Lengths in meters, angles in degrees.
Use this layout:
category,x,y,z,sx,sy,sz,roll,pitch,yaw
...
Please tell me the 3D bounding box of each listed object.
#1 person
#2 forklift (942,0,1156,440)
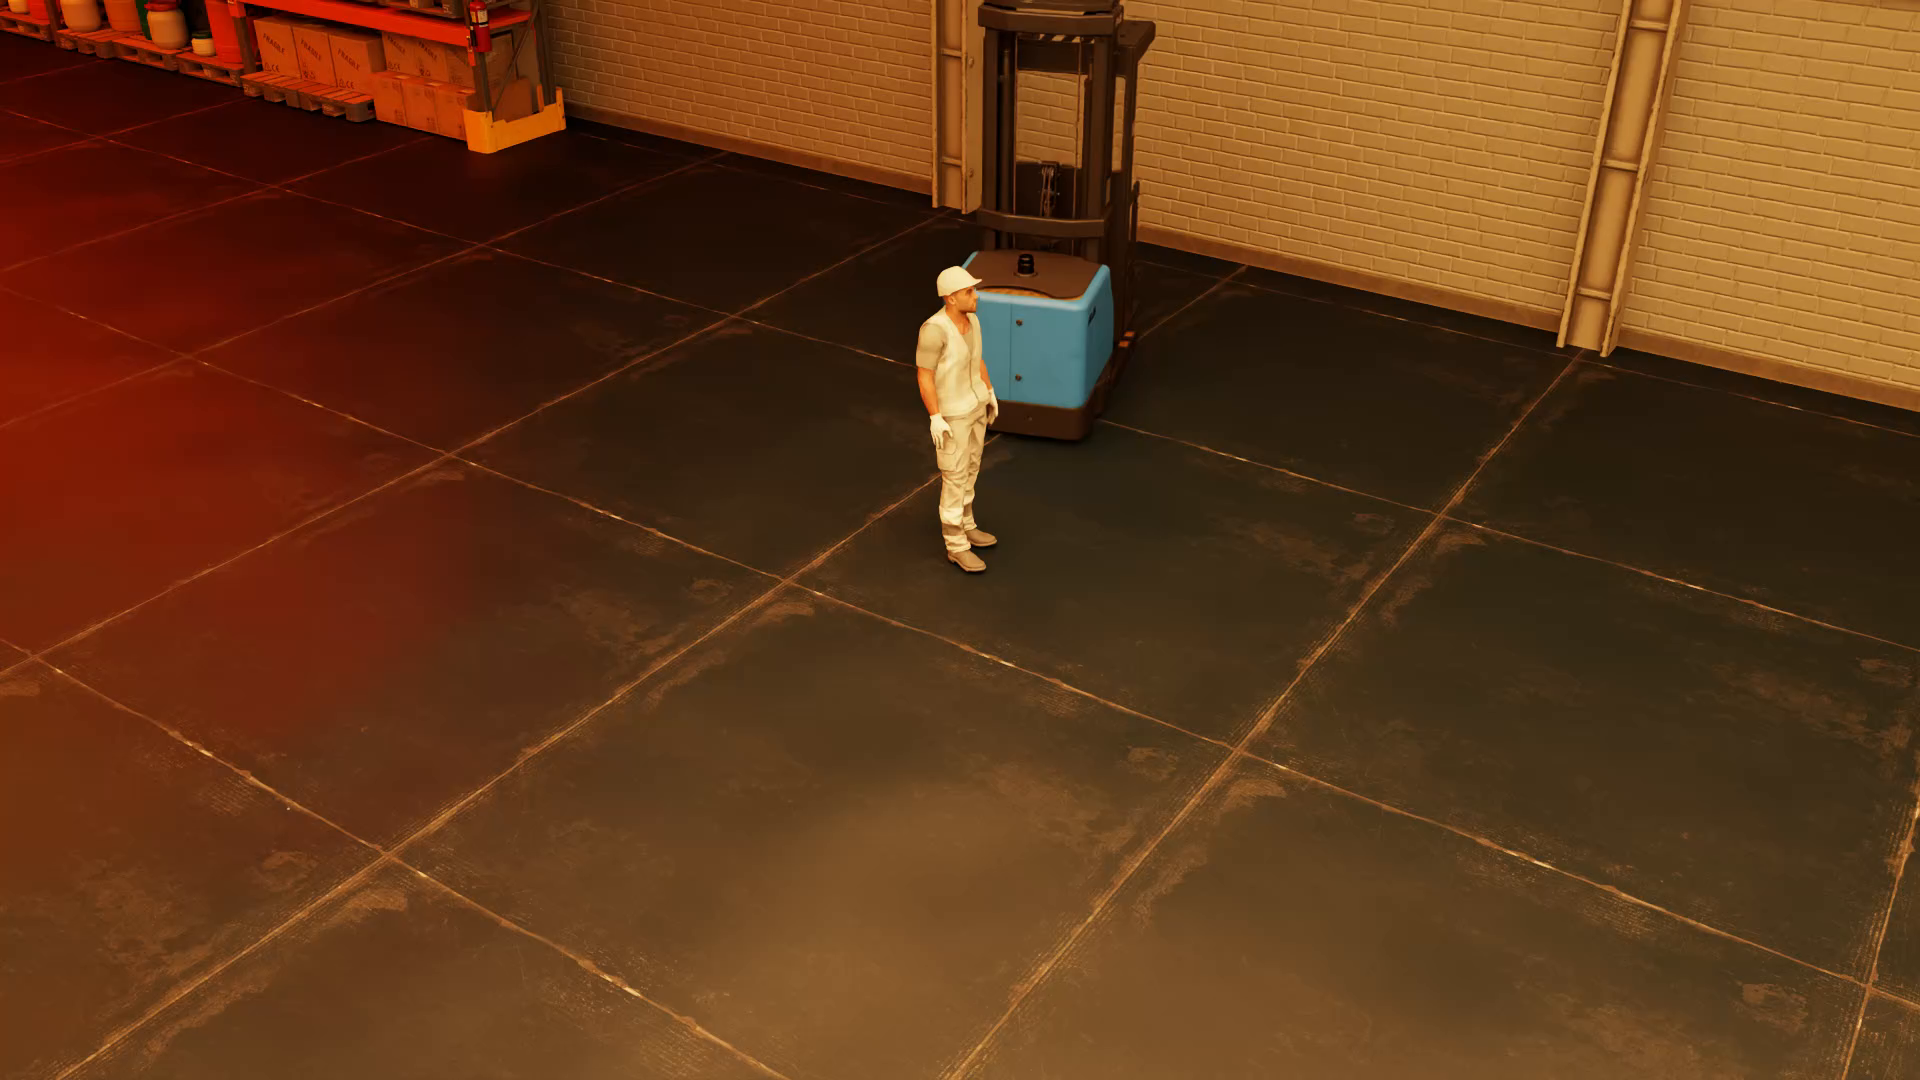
category,x,y,z,sx,sy,sz,roll,pitch,yaw
person,0.060,-0.752,10.000,0.564,1.787,0.638,19,35,29
forklift,0.765,-2.688,12.211,1.130,2.935,3.031,8,31,14
